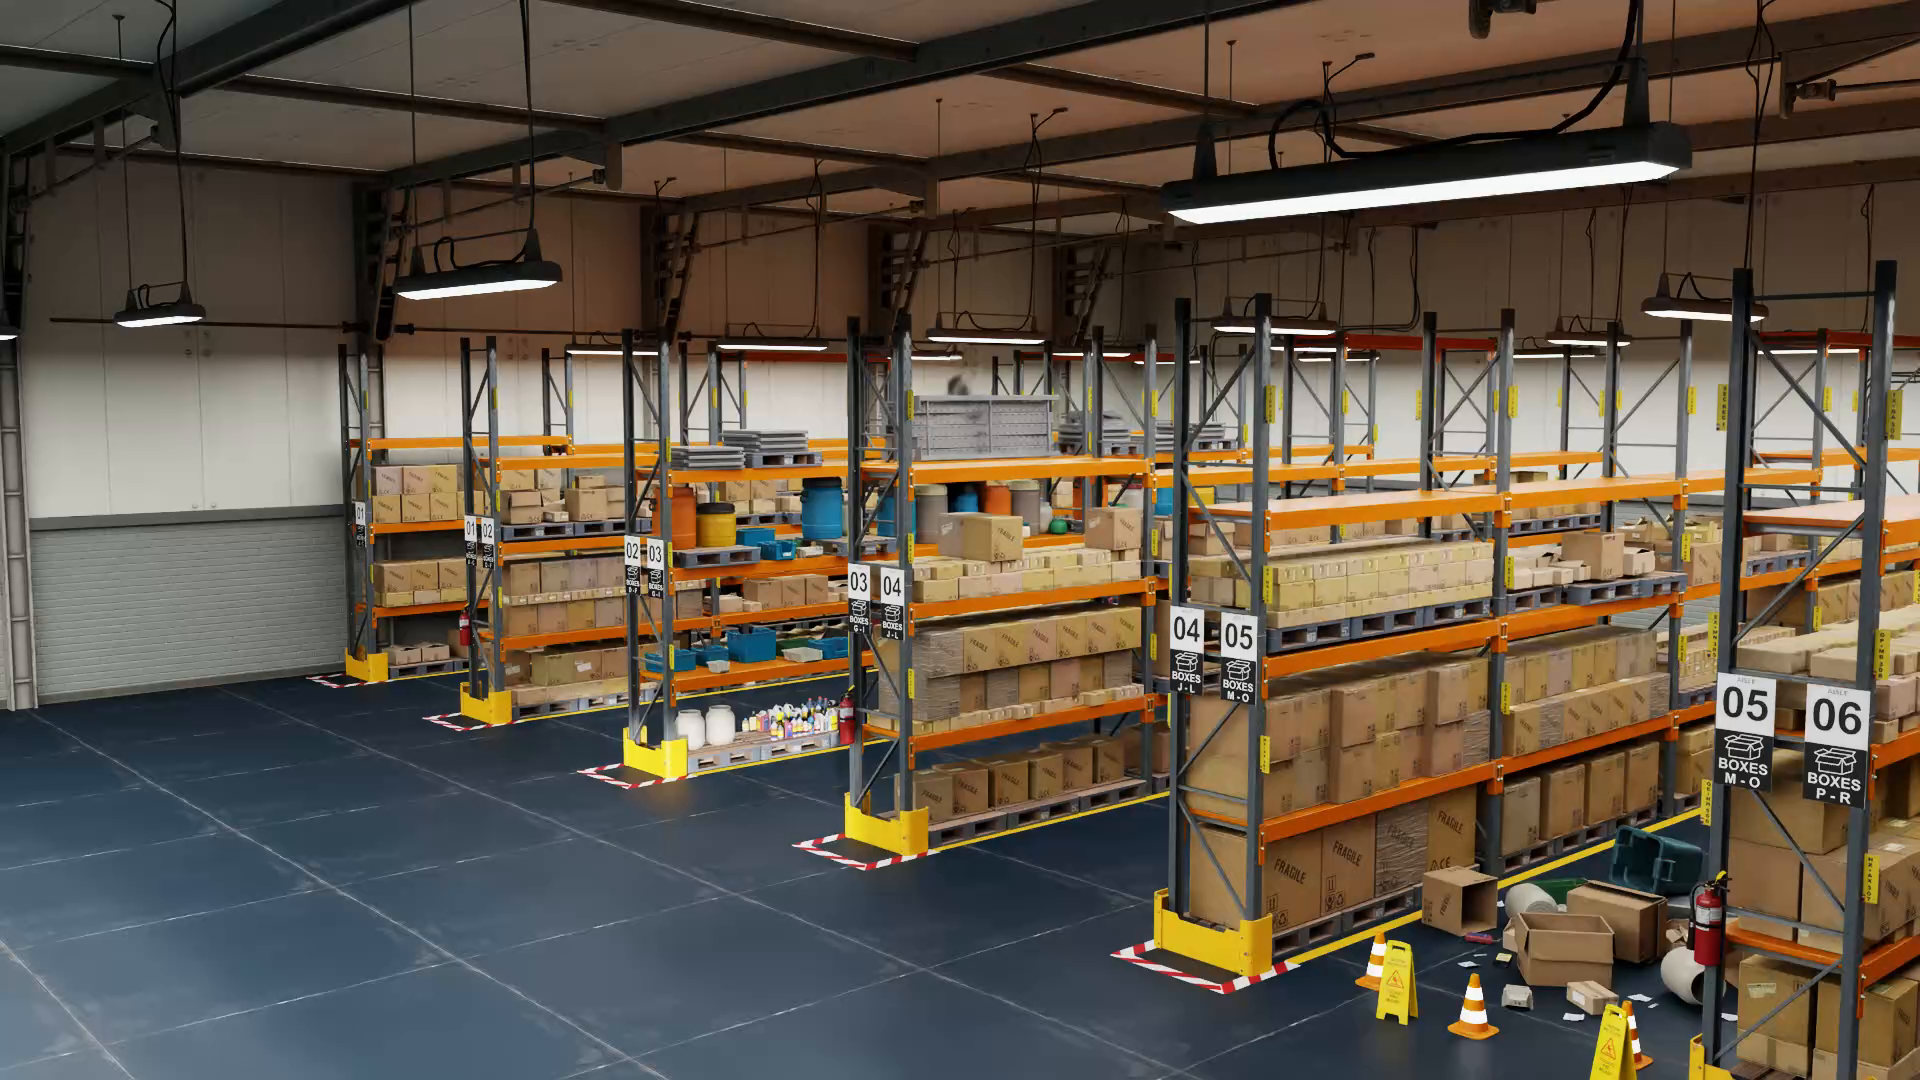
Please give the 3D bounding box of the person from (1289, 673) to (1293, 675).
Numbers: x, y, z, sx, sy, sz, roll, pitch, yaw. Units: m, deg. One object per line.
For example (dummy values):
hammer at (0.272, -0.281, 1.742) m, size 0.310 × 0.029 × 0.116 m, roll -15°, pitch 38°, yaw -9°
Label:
person at (3.981, 2.462, 19.940) m, size 0.665 × 1.765 × 1.003 m, roll 4°, pitch 6°, yaw 35°

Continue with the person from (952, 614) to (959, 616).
person at (-0.314, 1.481, 28.278) m, size 0.550 × 1.730 × 0.747 m, roll -4°, pitch 7°, yaw -39°
